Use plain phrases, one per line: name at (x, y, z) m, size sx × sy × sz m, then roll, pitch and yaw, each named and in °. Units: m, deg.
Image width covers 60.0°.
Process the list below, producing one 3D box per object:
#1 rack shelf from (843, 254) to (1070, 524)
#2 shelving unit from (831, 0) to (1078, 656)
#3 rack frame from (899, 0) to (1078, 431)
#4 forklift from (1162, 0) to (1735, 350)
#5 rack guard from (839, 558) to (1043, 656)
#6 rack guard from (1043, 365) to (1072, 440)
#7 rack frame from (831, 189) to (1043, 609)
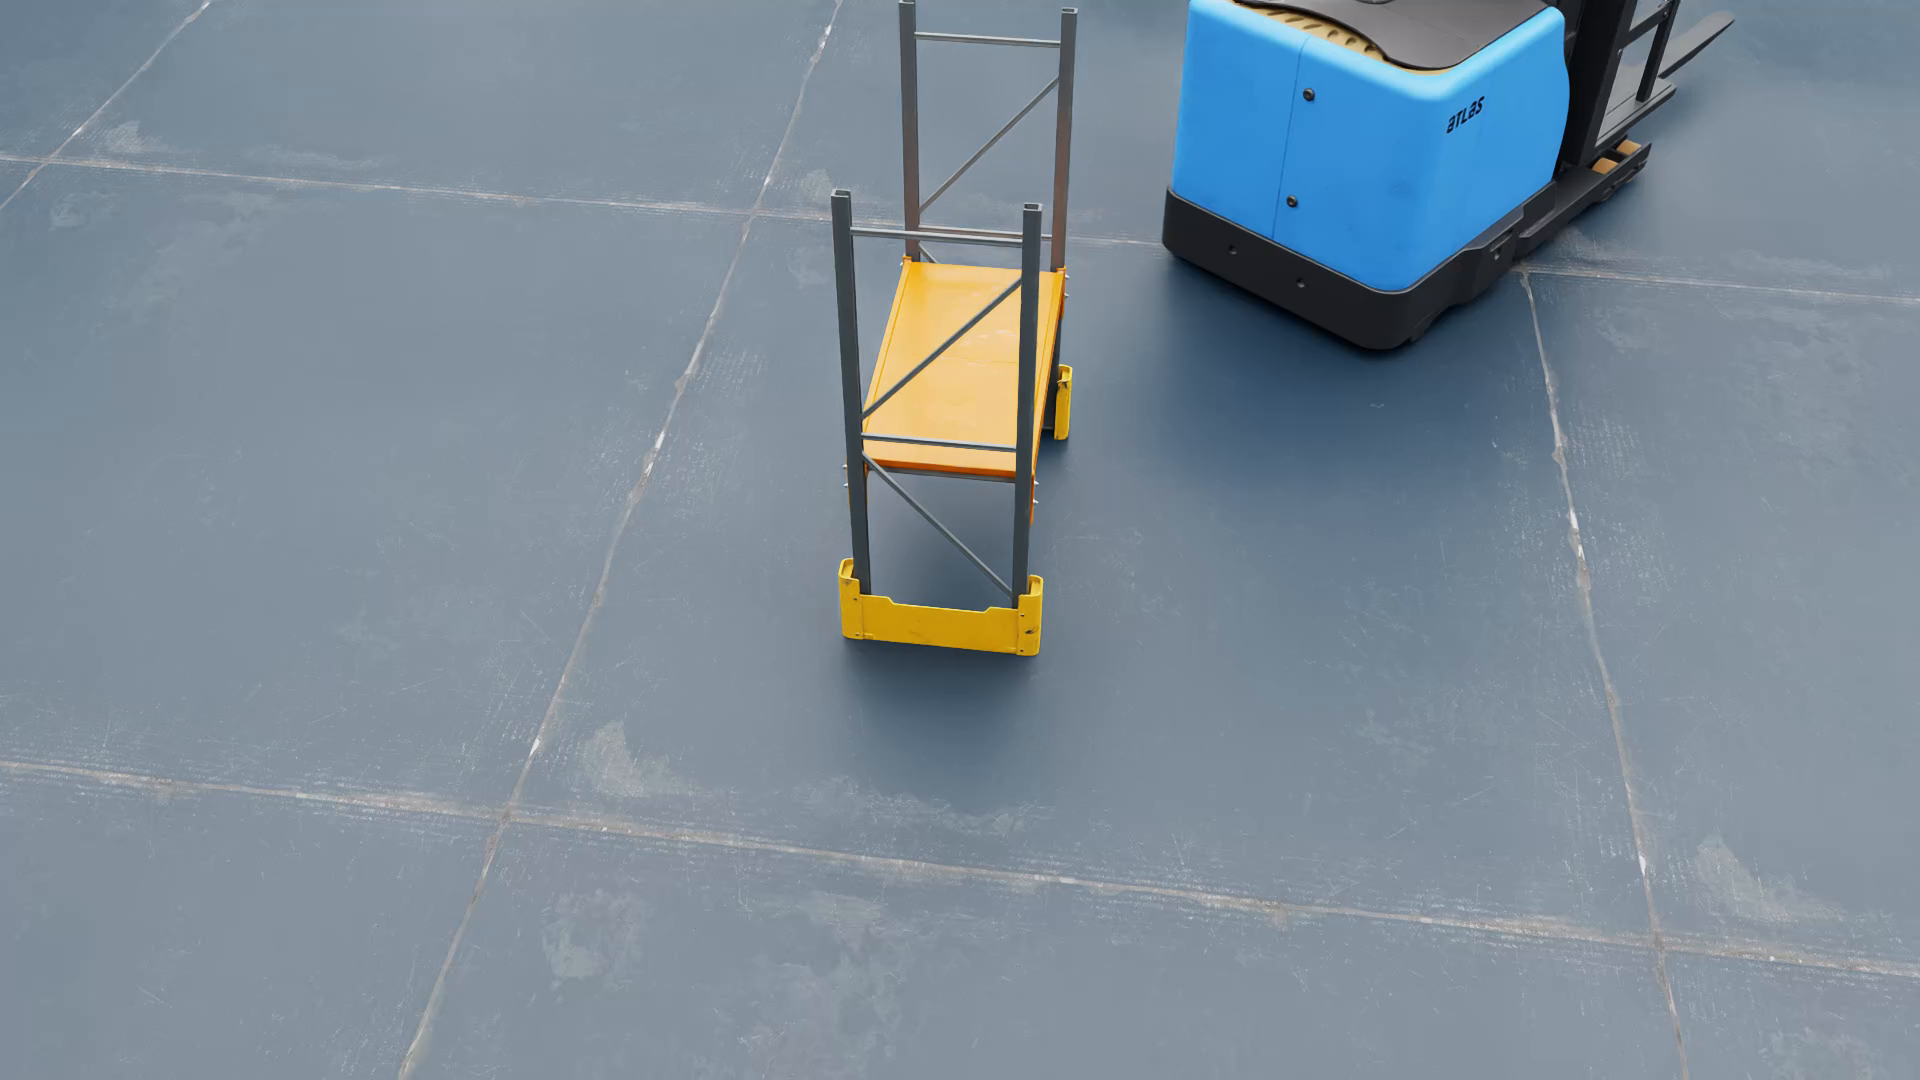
rack shelf at (0.011, -0.472, 4.919) m, size 0.538 × 0.185 × 1.000 m, roll 5°, pitch 44°, yaw 6°
shelving unit at (0.010, -0.597, 4.789) m, size 0.587 × 1.500 × 1.083 m, roll 5°, pitch 44°, yaw 6°
rack frame at (0.078, -0.949, 5.162) m, size 0.500 × 1.500 × 0.032 m, roll 5°, pitch 44°, yaw 6°
forklift at (2.156, -2.649, 5.915) m, size 1.130 × 2.935 × 3.031 m, roll 34°, pitch 53°, yaw 30°
rack guard at (-0.056, 0.197, 4.860) m, size 0.587 × 0.250 × 0.087 m, roll 5°, pitch 44°, yaw 6°
rack guard at (0.076, -0.482, 5.577) m, size 0.587 × 0.250 × 0.087 m, roll 5°, pitch 44°, yaw 6°
rack frame at (-0.056, -0.256, 4.430) m, size 0.500 × 1.500 × 0.032 m, roll 5°, pitch 44°, yaw 6°
